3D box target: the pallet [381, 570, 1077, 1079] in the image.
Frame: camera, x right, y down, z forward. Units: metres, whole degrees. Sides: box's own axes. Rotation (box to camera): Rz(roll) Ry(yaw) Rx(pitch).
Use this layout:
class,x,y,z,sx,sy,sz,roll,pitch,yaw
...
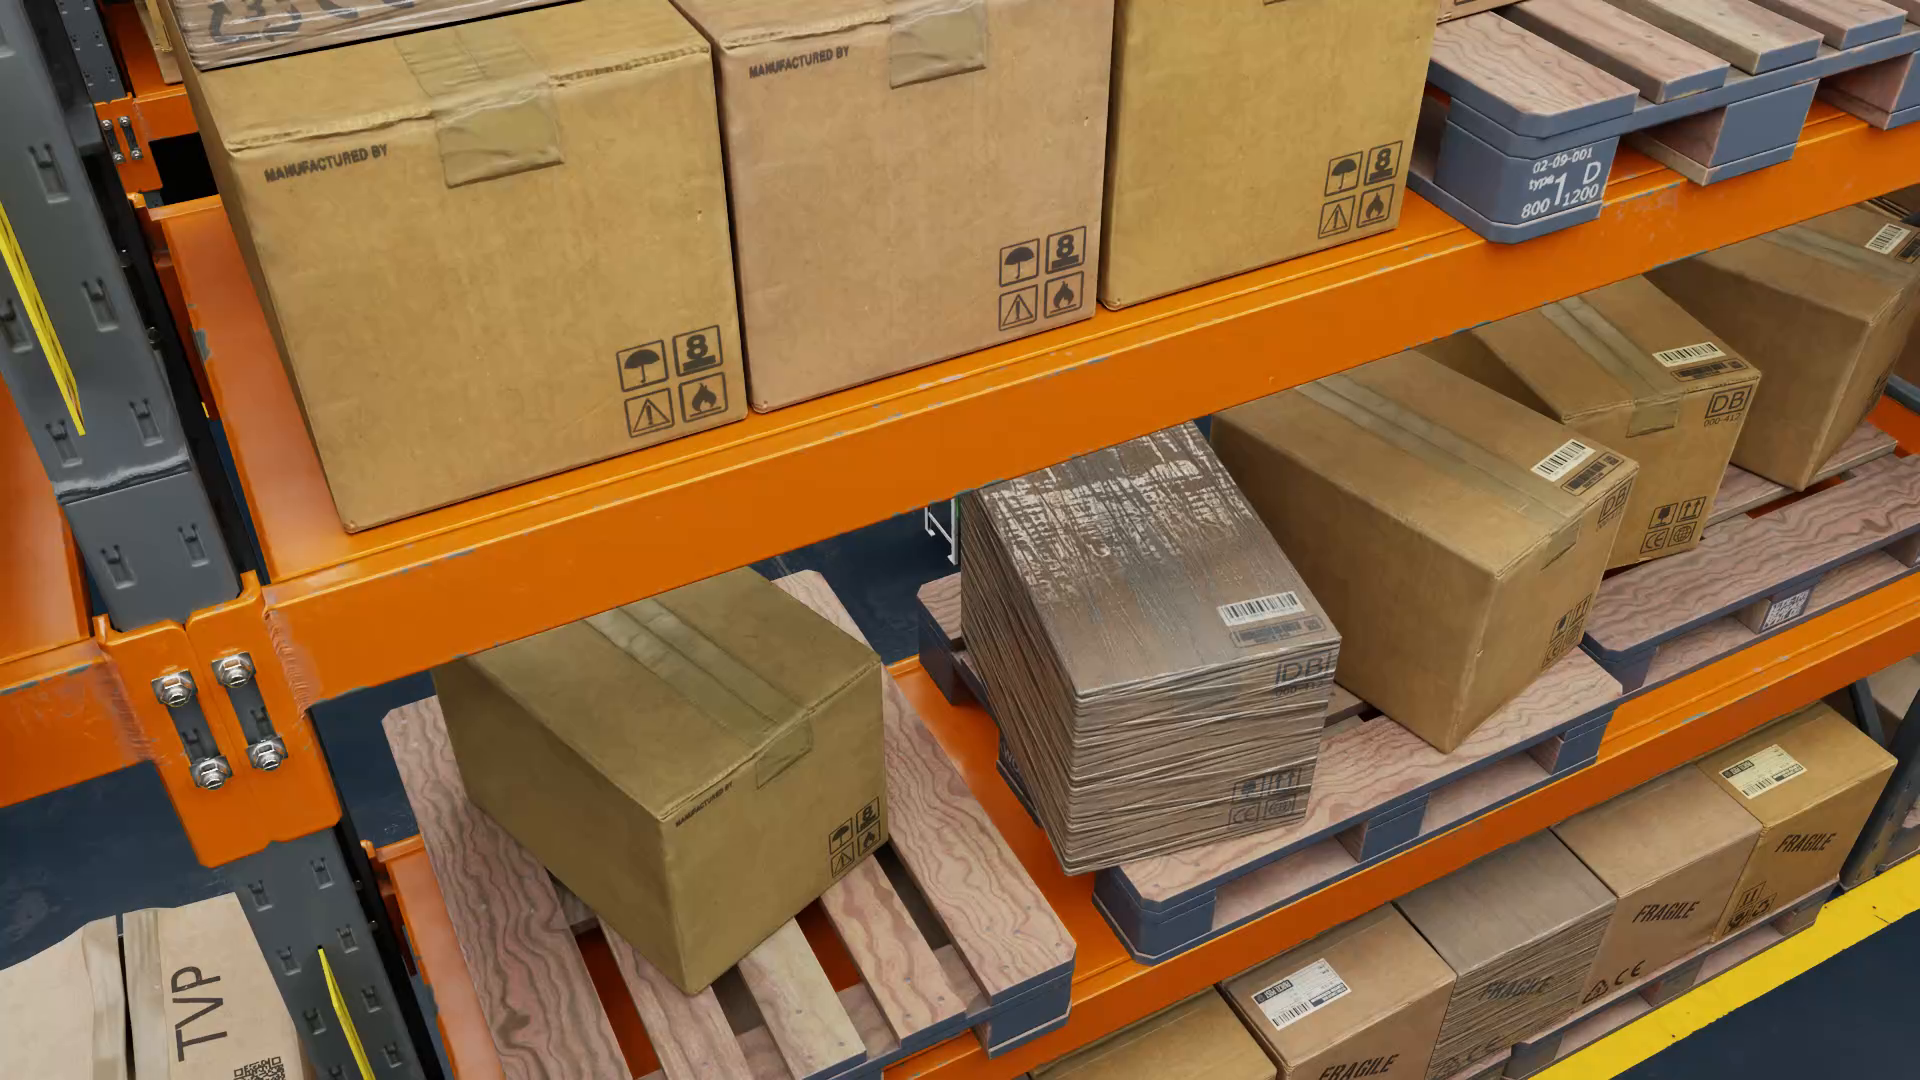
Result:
class,x,y,z,sx,sy,sz,roll,pitch,yaw
pallet,-0.498,0.637,3.325,1.003,0.211,1.213,-19,44,-21

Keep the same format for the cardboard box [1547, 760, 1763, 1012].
class,x,y,z,sx,sy,sz,roll,pitch,yaw
cardboard box,1.734,0.853,4.515,0.500,0.500,0.500,-18,44,-20

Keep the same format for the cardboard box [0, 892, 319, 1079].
class,x,y,z,sx,sy,sz,roll,pitch,yaw
cardboard box,-1.409,0.924,2.906,0.500,0.311,0.500,-16,43,-18

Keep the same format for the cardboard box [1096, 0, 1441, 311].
class,x,y,z,sx,sy,sz,roll,pitch,yaw
cardboard box,0.219,-0.834,2.514,0.500,0.500,0.910,-19,44,-21

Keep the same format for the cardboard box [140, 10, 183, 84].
class,x,y,z,sx,sy,sz,roll,pitch,yaw
cardboard box,-2.959,-1.909,6.362,0.250,0.149,0.380,-19,44,-21

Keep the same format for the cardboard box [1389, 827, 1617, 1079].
class,x,y,z,sx,sy,sz,roll,pitch,yaw
cardboard box,1.289,1.002,4.339,0.500,0.500,0.500,-18,43,-20

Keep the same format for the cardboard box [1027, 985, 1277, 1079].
class,x,y,z,sx,sy,sz,roll,pitch,yaw
cardboard box,0.378,1.314,3.970,0.500,0.500,0.500,-19,44,-21

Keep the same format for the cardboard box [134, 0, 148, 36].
class,x,y,z,sx,sy,sz,roll,pitch,yaw
cardboard box,-3.187,-2.187,6.691,0.250,0.149,0.380,-18,43,-20

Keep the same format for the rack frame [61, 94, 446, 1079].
class,x,y,z,sx,sy,sz,roll,pitch,yaw
rack frame,-1.066,0.806,2.976,0.127,3.000,1.000,-19,44,-21

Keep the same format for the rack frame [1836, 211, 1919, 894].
class,x,y,z,sx,sy,sz,roll,pitch,yaw
rack frame,2.481,-0.388,4.386,0.127,3.000,1.000,-19,44,-21

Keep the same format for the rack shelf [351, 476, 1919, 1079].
class,x,y,z,sx,sy,sz,roll,pitch,yaw
rack shelf,0.707,0.484,3.914,4.000,0.370,1.077,-19,44,-21

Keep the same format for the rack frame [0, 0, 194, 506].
class,x,y,z,sx,sy,sz,roll,pitch,yaw
rack frame,-1.066,-1.484,1.038,0.127,3.000,1.000,-19,44,-21

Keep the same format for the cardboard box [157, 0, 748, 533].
class,x,y,z,sx,sy,sz,roll,pitch,yaw
cardboard box,-0.695,-0.526,2.151,0.500,0.500,0.910,-19,44,-21

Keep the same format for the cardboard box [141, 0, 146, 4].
class,x,y,z,sx,sy,sz,roll,pitch,yaw
cardboard box,-3.061,-2.483,6.538,0.500,0.500,0.500,-18,44,-20

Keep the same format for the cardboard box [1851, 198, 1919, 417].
class,x,y,z,sx,sy,sz,roll,pitch,yaw
cardboard box,2.806,-0.722,4.704,0.500,0.500,0.500,-18,43,-20

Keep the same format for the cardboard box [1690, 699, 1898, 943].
class,x,y,z,sx,sy,sz,roll,pitch,yaw
cardboard box,2.176,0.710,4.684,0.500,0.500,0.500,-19,44,-21

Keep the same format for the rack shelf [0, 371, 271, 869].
class,x,y,z,sx,sy,sz,roll,pitch,yaw
rack shelf,-2.840,0.533,1.534,4.000,0.370,1.077,-19,44,-21

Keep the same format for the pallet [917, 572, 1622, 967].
class,x,y,z,sx,sy,sz,roll,pitch,yaw
pallet,0.656,0.296,3.727,1.213,0.211,1.003,-19,44,-21

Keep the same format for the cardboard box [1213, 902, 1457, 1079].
class,x,y,z,sx,sy,sz,roll,pitch,yaw
cardboard box,0.839,1.155,4.158,0.500,0.500,0.500,-20,44,-22

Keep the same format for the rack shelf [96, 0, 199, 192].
class,x,y,z,sx,sy,sz,roll,pitch,yaw
rack shelf,-1.584,-2.354,7.266,4.000,0.370,1.077,-19,44,-21

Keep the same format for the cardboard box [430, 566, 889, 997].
class,x,y,z,sx,sy,sz,roll,pitch,yaw
cardboard box,-0.560,0.355,3.106,0.700,0.500,0.500,31,49,31

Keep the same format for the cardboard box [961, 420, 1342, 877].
class,x,y,z,sx,sy,sz,roll,pitch,yaw
cardboard box,0.339,0.192,3.300,0.500,0.500,0.700,-11,41,-13

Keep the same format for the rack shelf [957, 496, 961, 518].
class,x,y,z,sx,sy,sz,roll,pitch,yaw
rack shelf,0.147,-0.275,6.117,0.480,0.148,0.258,-19,44,-21

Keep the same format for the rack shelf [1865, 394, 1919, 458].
class,x,y,z,sx,sy,sz,roll,pitch,yaw
rack shelf,4.255,-0.710,5.324,4.000,0.370,1.077,-19,44,-21

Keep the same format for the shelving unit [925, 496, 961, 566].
class,x,y,z,sx,sy,sz,roll,pitch,yaw
shelving unit,0.147,-0.507,5.921,0.503,1.200,0.258,-19,44,-21

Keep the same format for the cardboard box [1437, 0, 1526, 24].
class,x,y,z,sx,sy,sz,roll,pitch,yaw
cardboard box,0.819,-1.261,2.617,0.600,0.600,0.600,-20,44,-22

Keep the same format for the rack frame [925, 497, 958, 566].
class,x,y,z,sx,sy,sz,roll,pitch,yaw
rack frame,-0.070,-0.435,5.835,0.015,1.200,0.240,-19,44,-21

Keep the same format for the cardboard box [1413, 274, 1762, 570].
class,x,y,z,sx,sy,sz,roll,pitch,yaw
cardboard box,1.377,-0.331,3.917,0.500,0.500,0.700,-12,42,-14

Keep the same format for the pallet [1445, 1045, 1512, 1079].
class,x,y,z,sx,sy,sz,roll,pitch,yaw
pallet,0.694,1.308,4.542,1.213,0.211,1.003,-19,44,-21

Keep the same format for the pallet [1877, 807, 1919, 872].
class,x,y,z,sx,sy,sz,roll,pitch,yaw
pallet,3.091,0.472,5.529,1.213,0.211,1.003,-19,44,-21

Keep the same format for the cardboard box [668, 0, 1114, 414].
class,x,y,z,sx,sy,sz,roll,pitch,yaw
cardboard box,-0.243,-0.679,2.331,0.500,0.500,0.910,-19,44,-21

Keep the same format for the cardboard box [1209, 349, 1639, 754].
class,x,y,z,sx,sy,sz,roll,pitch,yaw
cardboard box,0.943,-0.023,3.554,0.500,0.500,0.700,-30,49,-31

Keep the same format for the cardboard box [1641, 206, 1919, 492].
class,x,y,z,sx,sy,sz,roll,pitch,yaw
cardboard box,1.958,-0.573,4.203,0.700,0.500,0.500,31,49,31

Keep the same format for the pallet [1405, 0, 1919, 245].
class,x,y,z,sx,sy,sz,roll,pitch,yaw
pallet,0.952,-0.995,2.928,1.003,0.211,1.213,-19,44,-21

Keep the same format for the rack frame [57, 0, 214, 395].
class,x,y,z,sx,sy,sz,roll,pitch,yaw
rack frame,-3.358,-2.031,6.328,0.127,3.000,1.000,-19,44,-21

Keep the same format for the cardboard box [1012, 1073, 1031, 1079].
class,x,y,z,sx,sy,sz,roll,pitch,yaw
cardboard box,-0.069,1.461,3.797,0.500,0.500,0.500,-20,44,-22

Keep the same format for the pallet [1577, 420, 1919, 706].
class,x,y,z,sx,sy,sz,roll,pitch,yaw
pallet,1.722,-0.138,4.240,1.213,0.211,1.003,-19,44,-21

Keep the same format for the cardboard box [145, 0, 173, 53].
class,x,y,z,sx,sy,sz,roll,pitch,yaw
cardboard box,-2.809,-2.189,6.191,0.500,0.500,0.500,-17,43,-19

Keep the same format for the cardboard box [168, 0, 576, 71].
class,x,y,z,sx,sy,sz,roll,pitch,yaw
cardboard box,-0.677,-0.885,1.801,0.500,0.500,0.500,-19,44,-21

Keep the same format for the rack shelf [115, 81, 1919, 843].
class,x,y,z,sx,sy,sz,roll,pitch,yaw
rack shelf,0.707,-0.661,2.944,4.000,0.370,1.077,-19,44,-21

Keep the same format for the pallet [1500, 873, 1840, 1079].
class,x,y,z,sx,sy,sz,roll,pitch,yaw
pallet,1.777,0.941,4.975,1.213,0.211,1.003,-19,44,-21

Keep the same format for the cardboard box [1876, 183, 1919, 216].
class,x,y,z,sx,sy,sz,roll,pitch,yaw
cardboard box,2.810,-1.107,4.385,0.500,0.500,0.500,-18,44,-20

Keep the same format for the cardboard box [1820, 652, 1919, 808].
class,x,y,z,sx,sy,sz,roll,pitch,yaw
cardboard box,2.954,0.469,5.114,0.500,0.311,0.500,-19,44,-21

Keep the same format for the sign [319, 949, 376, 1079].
class,x,y,z,sx,sy,sz,roll,pitch,yaw
sign,-0.807,0.681,2.227,0.005,0.325,0.100,-19,44,-21

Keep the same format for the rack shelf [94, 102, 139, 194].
class,x,y,z,sx,sy,sz,roll,pitch,yaw
rack shelf,-5.132,-1.160,5.855,4.000,0.370,1.077,-19,44,-21

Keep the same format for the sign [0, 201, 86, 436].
class,x,y,z,sx,sy,sz,roll,pitch,yaw
sign,-0.817,-0.246,1.436,0.005,0.325,0.100,-19,44,-21
